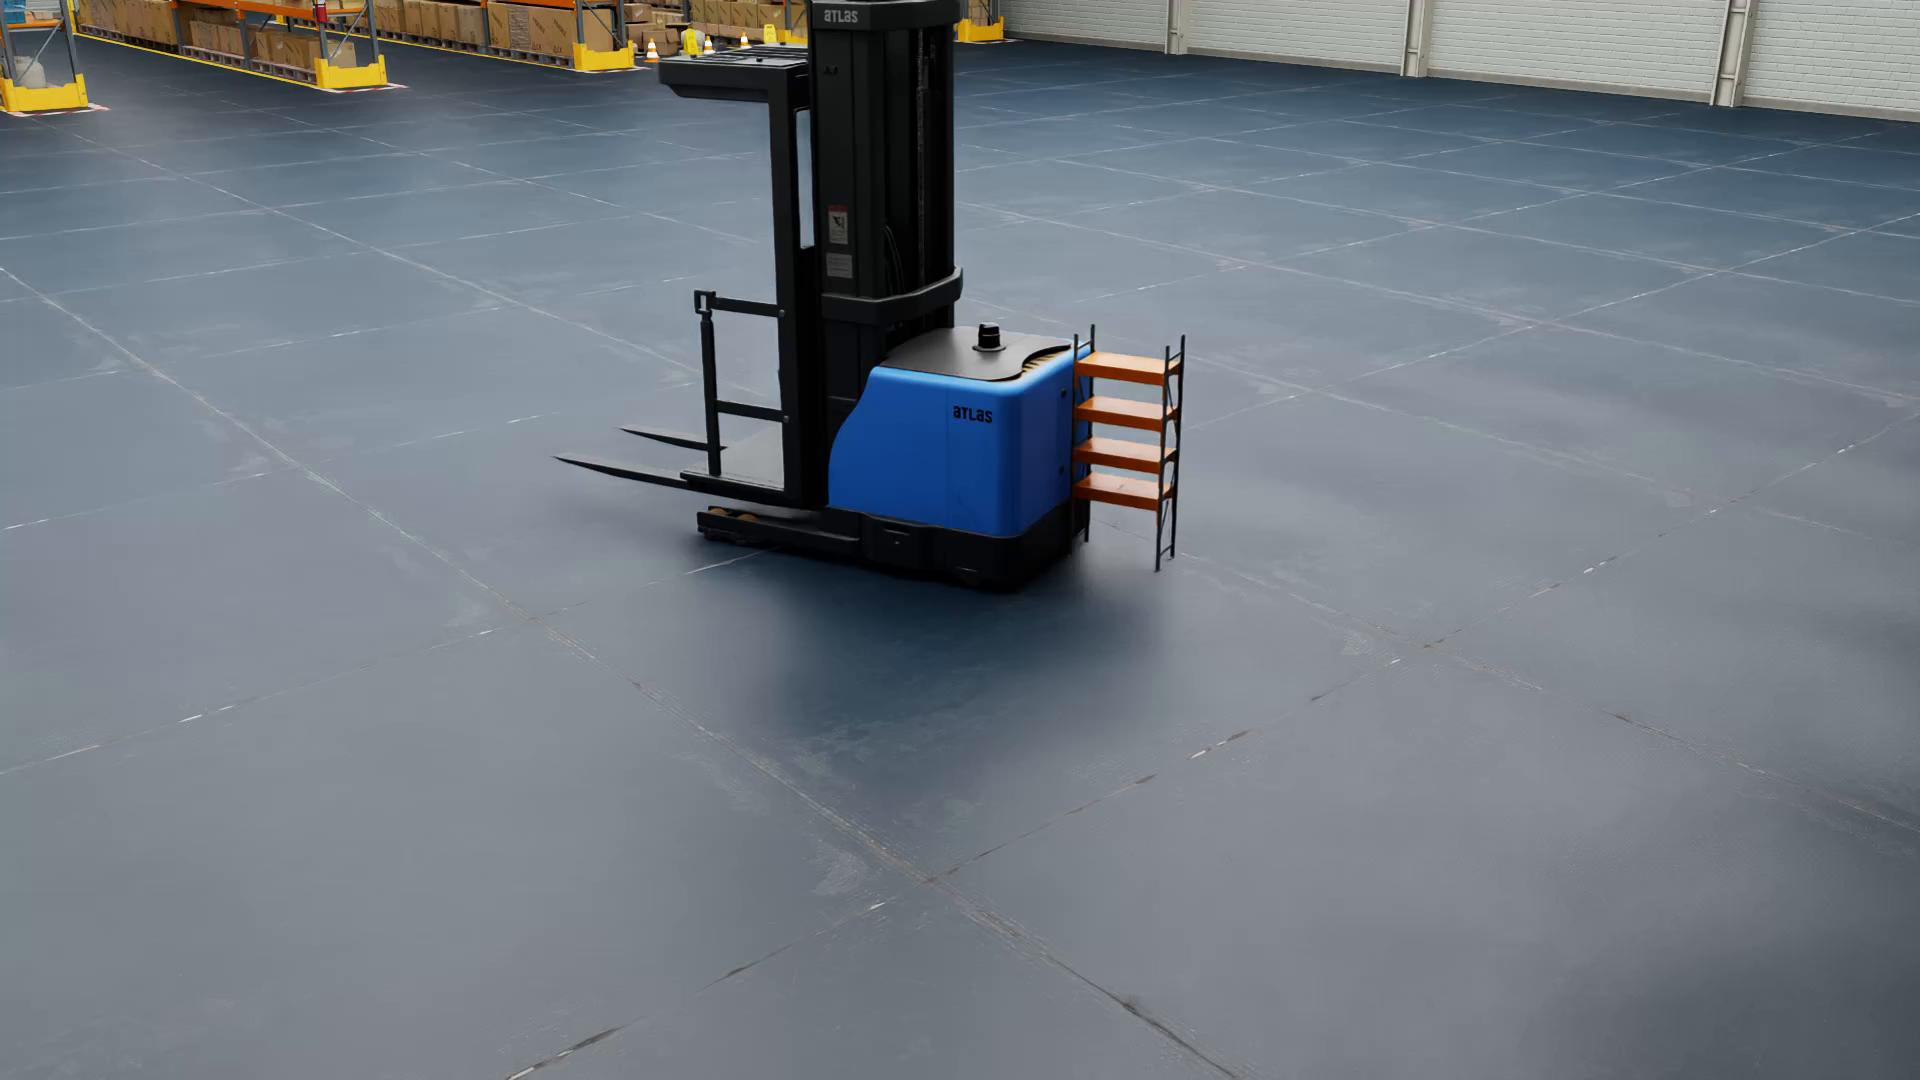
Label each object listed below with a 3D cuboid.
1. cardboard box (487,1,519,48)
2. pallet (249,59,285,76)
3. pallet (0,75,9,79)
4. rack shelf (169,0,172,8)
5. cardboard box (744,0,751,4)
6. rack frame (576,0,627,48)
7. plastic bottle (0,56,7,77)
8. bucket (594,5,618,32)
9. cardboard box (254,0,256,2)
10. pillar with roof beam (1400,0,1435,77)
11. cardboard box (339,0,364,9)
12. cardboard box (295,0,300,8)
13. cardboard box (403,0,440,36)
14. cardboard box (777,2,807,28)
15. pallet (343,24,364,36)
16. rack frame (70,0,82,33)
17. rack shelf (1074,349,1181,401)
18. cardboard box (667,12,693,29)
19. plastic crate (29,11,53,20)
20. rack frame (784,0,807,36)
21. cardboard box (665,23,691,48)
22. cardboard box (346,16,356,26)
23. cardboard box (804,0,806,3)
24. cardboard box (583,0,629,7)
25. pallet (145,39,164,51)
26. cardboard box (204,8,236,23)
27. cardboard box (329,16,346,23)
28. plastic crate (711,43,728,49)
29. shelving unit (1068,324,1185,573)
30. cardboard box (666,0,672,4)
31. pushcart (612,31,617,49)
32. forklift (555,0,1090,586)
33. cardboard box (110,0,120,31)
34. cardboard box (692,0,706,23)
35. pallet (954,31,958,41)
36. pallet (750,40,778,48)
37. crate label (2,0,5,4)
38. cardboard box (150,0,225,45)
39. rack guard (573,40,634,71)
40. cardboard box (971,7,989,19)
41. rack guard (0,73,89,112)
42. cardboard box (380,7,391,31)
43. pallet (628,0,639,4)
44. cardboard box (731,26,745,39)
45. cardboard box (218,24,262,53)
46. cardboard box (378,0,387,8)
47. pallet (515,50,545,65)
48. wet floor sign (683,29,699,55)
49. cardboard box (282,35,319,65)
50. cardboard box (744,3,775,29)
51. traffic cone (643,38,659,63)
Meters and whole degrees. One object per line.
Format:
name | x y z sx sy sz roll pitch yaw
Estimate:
cardboard box | -9.226 -10.764 34.690 0.875 0.875 0.875 -17 27 -37
pallet | -12.942 -9.120 31.978 1.003 0.211 1.213 -17 27 -37
pallet | -16.753 -7.922 28.921 1.003 0.211 1.213 -17 27 -37
rack shelf | -17.324 -11.918 36.286 1.077 0.370 4.000 -17 27 -37
cardboard box | -4.462 -11.731 36.098 0.380 0.149 0.250 -17 27 -37
rack frame | -6.973 -10.643 32.044 1.000 3.000 0.127 -17 27 -37
plastic bottle | -16.630 -8.244 28.948 0.144 0.351 0.185 -17 27 -37
bucket | -7.749 -11.443 36.491 0.726 0.611 0.620 -8 13 -19
cardboard box | -12.987 -10.146 31.119 0.380 0.149 0.250 -17 27 -37
pillar with roof beam | 5.269 -11.892 27.007 9.100 9.000 0.400 -17 27 -37
cardboard box | -10.802 -9.509 29.492 0.380 0.149 0.250 -17 27 -37
cardboard box | -11.655 -9.601 29.730 0.380 0.149 0.250 -17 27 -37
cardboard box | -11.866 -11.812 37.537 1.050 0.750 0.750 -18 28 -38
cardboard box | -3.622 -11.409 36.165 0.500 0.500 0.500 -19 28 -39
pallet | -14.297 -12.445 40.469 1.003 0.211 1.213 -17 27 -37
rack frame | -21.240 -13.911 40.387 1.000 3.000 0.127 -17 27 -37
rack shelf | 0.849 -0.835 8.394 0.480 0.148 0.258 11 24 25
cardboard box | -6.244 -12.071 38.717 0.950 0.372 0.625 -17 27 -37
plastic crate | -14.889 -8.512 26.965 0.298 0.136 0.250 -17 27 -37
rack frame | -3.289 -11.849 35.124 1.000 3.000 0.127 -17 27 -37
cardboard box | -6.231 -11.172 36.818 0.500 0.500 0.500 0 21 -1
cardboard box | -14.525 -12.723 40.206 0.500 0.500 0.500 -16 27 -35
cardboard box | -3.484 -13.792 42.764 0.875 0.625 0.625 -19 28 -40
cardboard box | -8.899 -13.476 41.616 0.875 0.875 0.875 -18 28 -38
pallet | -17.268 -10.975 36.714 1.003 0.211 1.213 -17 27 -37
cardboard box | -15.204 -10.768 34.160 0.500 0.250 0.500 -14 25 -32
cardboard box | -15.320 -12.854 41.022 0.380 0.149 0.250 -17 27 -37
plastic crate | -5.496 -10.966 36.872 0.583 0.080 0.402 12 24 27
shelving unit | 0.849 -0.469 8.537 0.503 1.200 0.258 11 24 25
cardboard box | -8.183 -15.452 47.496 0.396 0.266 0.258 -16 27 -36
pushcart | -7.595 -11.177 37.003 0.936 0.377 1.648 12 24 27
forklift | -0.845 -1.494 8.779 3.031 2.935 1.130 11 24 25
cardboard box | -19.000 -12.213 38.390 0.875 0.875 0.875 -17 27 -37
cardboard box | -5.719 -11.991 37.653 0.500 0.500 0.500 -16 26 -35
pallet | -0.062 -11.935 39.166 1.003 0.211 1.213 -17 27 -37
pallet | -3.842 -10.805 36.281 1.003 0.211 1.213 -17 27 -37
crate label | -15.955 -8.772 27.218 0.502 0.435 0.616 -17 27 -37
cardboard box | -16.453 -11.102 35.554 1.225 0.875 0.875 -19 28 -40
rack guard | -6.957 -9.472 32.483 1.175 0.500 0.348 -17 27 -37
cardboard box | 0.319 -12.359 38.935 0.500 0.250 0.500 -17 27 -36
rack guard | -14.634 -7.157 26.571 1.175 0.500 0.348 -17 27 -37
cardboard box | -13.159 -12.149 38.740 0.500 0.500 0.500 -16 27 -35
pallet | -9.404 -15.913 49.323 1.003 0.211 1.213 -17 27 -37
cardboard box | -4.698 -11.212 36.691 0.500 0.250 0.500 -19 28 -39
cardboard box | -14.455 -10.102 33.486 0.500 0.500 0.700 20 29 41
cardboard box | -13.178 -12.497 38.602 0.500 0.250 0.500 -17 27 -37
pallet | -8.346 -9.884 33.929 1.003 0.211 1.213 -17 27 -37
wet floor sign | -5.454 -10.010 33.656 0.232 0.644 0.267 17 27 36
cardboard box | -12.332 -9.198 31.205 0.500 0.500 0.500 19 29 40
cardboard box | -4.353 -11.416 36.185 0.500 0.500 0.500 -16 27 -36
traffic cone | -6.244 -9.946 33.744 0.336 0.463 0.334 -17 27 -37
